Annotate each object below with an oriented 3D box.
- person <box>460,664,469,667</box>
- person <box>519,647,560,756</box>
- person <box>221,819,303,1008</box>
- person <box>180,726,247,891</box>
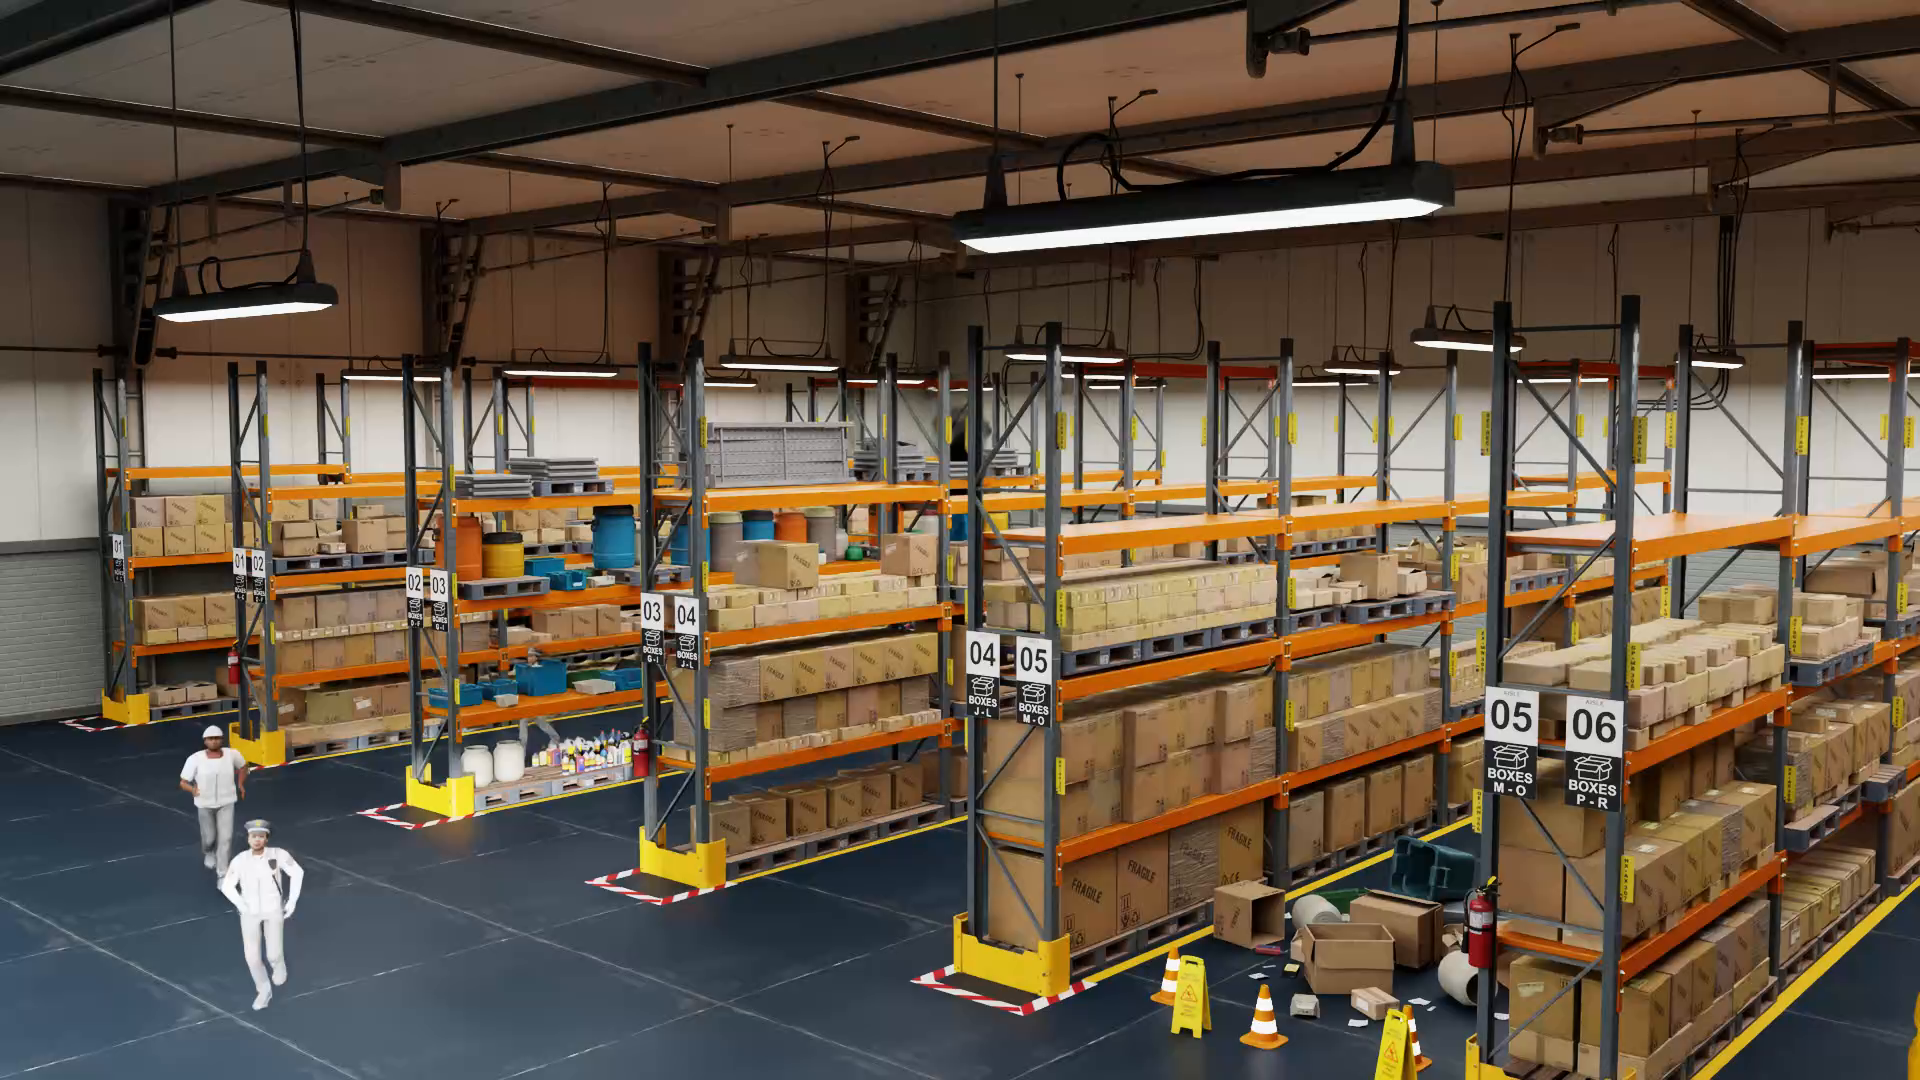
[{"bbox_3d":[-8.753,2.123,29.390,0.673,1.770,0.919,3,5,36],"label":"person"},{"bbox_3d":[-6.474,2.443,25.268,0.614,1.676,0.937,2,5,24],"label":"person"},{"bbox_3d":[-6.121,3.266,14.591,0.658,1.665,0.561,-1,4,-16],"label":"person"},{"bbox_3d":[-8.232,2.925,18.391,0.702,1.762,0.952,-2,5,-28],"label":"person"}]
